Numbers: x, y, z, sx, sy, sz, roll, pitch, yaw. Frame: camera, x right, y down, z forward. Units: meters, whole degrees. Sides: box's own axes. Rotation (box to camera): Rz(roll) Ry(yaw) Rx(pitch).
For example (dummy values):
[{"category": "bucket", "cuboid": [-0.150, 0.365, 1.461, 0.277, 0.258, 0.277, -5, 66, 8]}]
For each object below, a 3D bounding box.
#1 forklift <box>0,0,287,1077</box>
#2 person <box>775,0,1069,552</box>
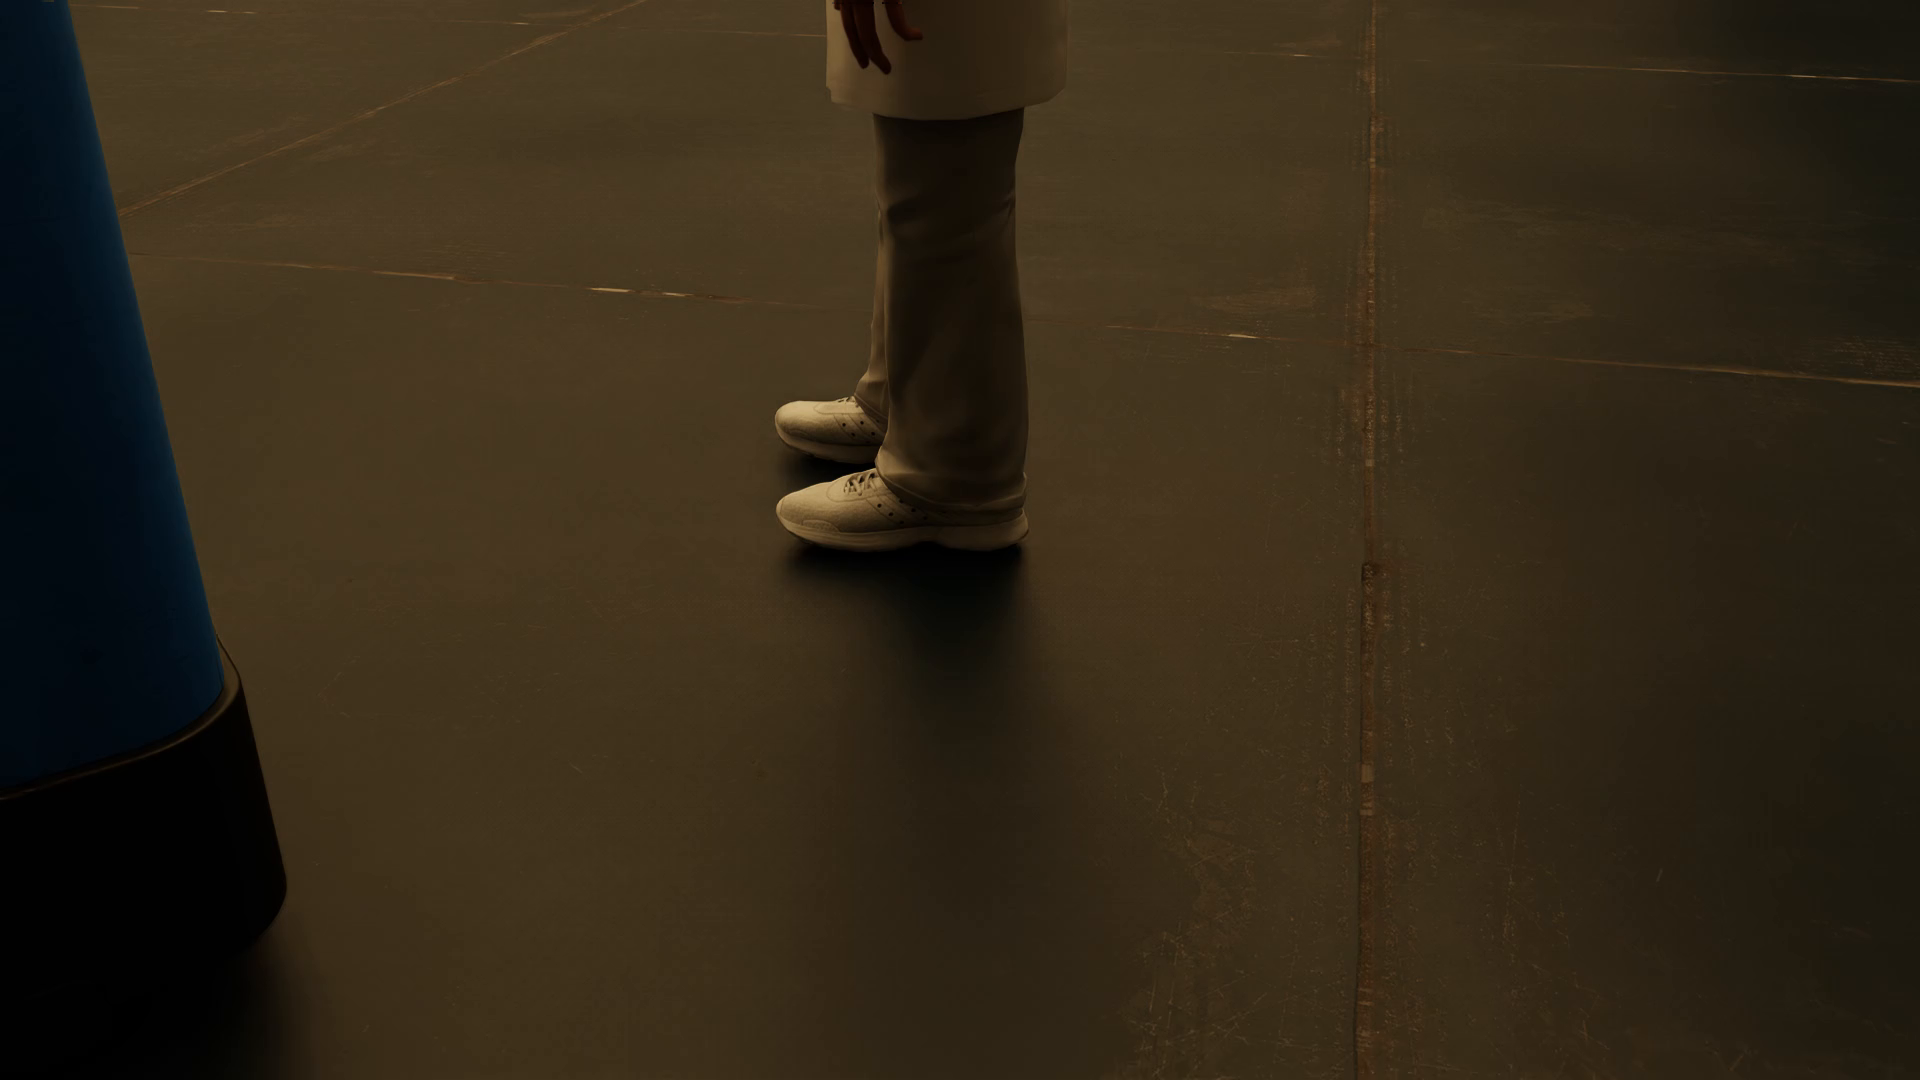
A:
[{"category": "forklift", "cuboid": [-2.165, -0.675, 0.584, 3.031, 2.935, 1.130, -17, 32, -31]}, {"category": "person", "cuboid": [-0.087, -0.813, 2.122, 0.580, 1.776, 0.685, 6, 27, 11]}]
